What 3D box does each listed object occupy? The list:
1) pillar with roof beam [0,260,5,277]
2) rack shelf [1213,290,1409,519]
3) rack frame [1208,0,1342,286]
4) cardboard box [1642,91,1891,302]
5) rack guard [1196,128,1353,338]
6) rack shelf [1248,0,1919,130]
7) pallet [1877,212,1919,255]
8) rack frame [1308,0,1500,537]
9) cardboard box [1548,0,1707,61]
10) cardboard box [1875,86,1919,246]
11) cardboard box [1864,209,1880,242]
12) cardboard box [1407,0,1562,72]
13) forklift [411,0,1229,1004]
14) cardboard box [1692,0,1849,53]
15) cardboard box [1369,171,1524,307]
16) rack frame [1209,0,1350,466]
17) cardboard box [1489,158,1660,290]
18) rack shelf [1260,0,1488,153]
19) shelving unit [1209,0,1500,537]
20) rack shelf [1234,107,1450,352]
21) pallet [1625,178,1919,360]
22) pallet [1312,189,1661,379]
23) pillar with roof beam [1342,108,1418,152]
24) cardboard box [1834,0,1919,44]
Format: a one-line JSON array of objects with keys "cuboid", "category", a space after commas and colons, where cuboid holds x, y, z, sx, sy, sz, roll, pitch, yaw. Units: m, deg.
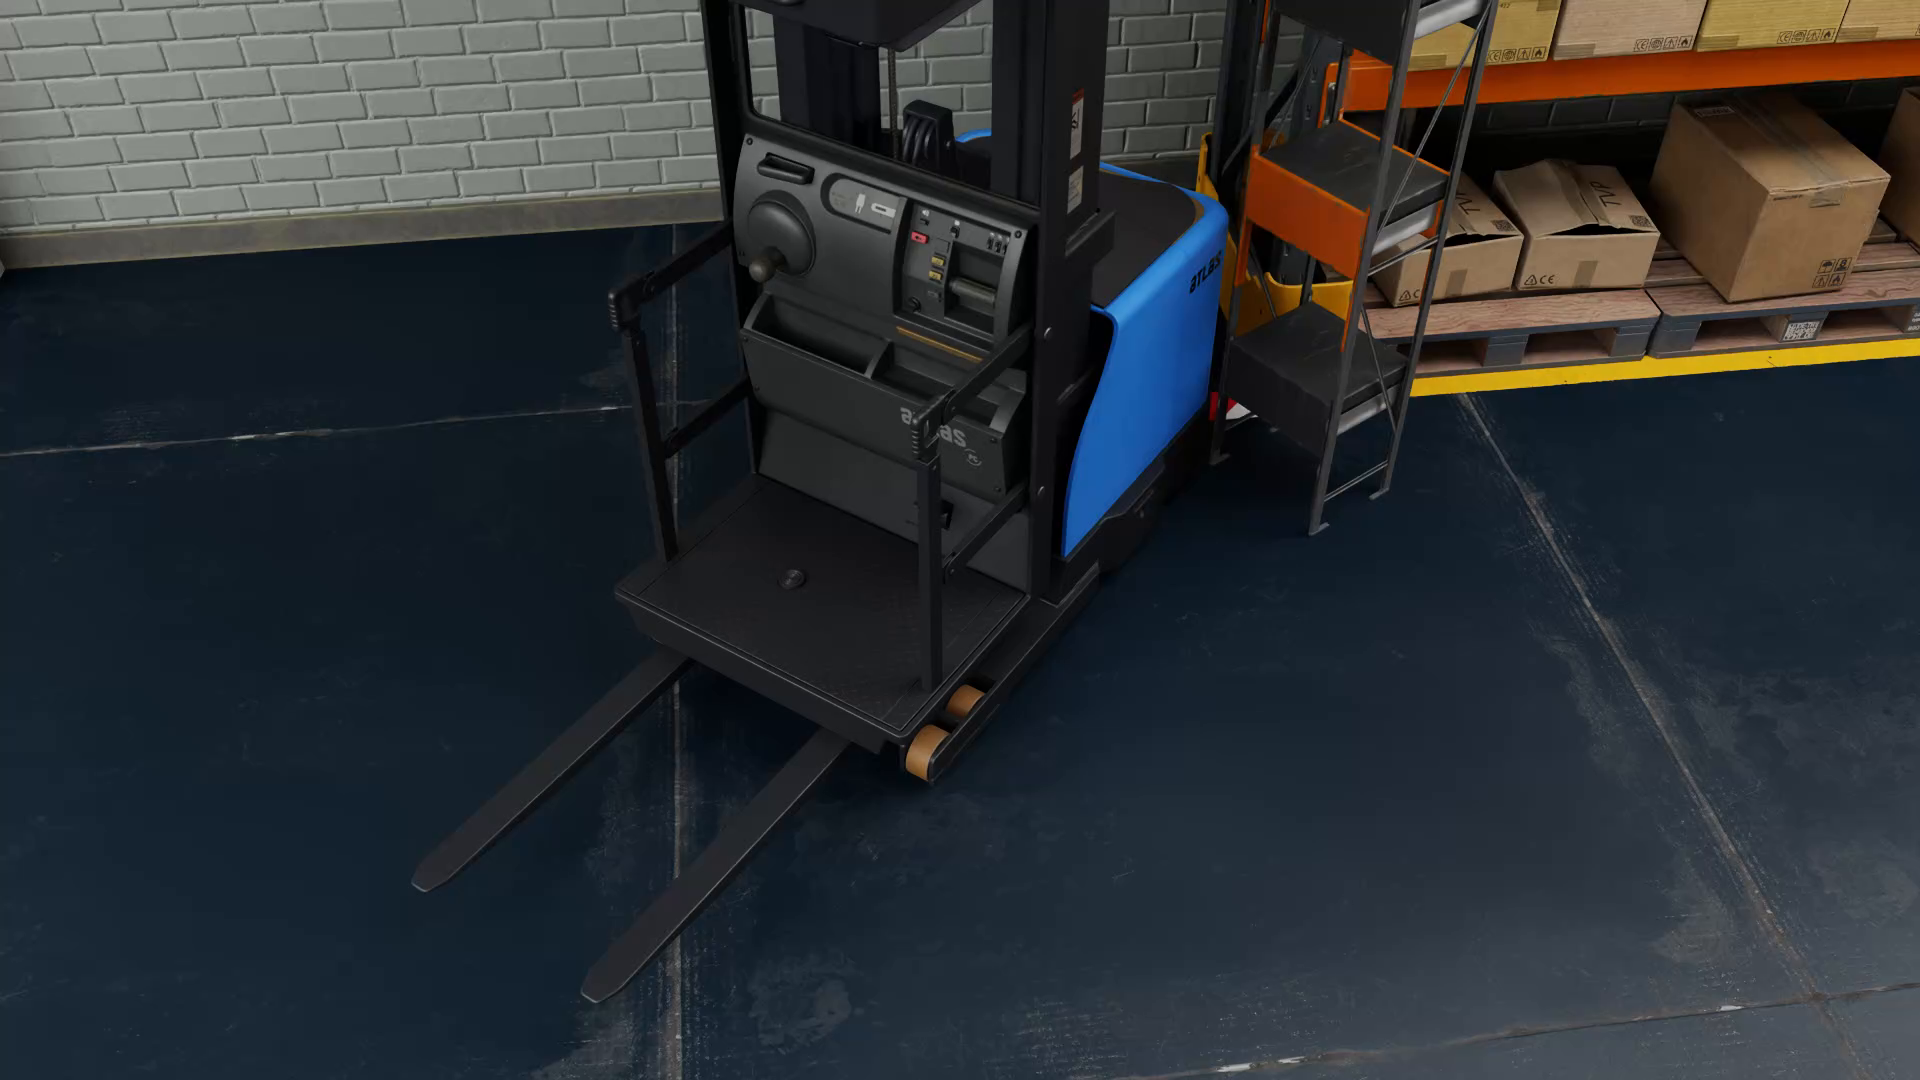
[{"cuboid": [-3.655, -1.530, 0.727, 0.400, 9.000, 9.100, -5, 42, -6], "category": "pillar with roof beam"}, {"cuboid": [1.219, -0.475, 5.774, 0.431, 0.518, 0.480, -28, 49, -27], "category": "rack shelf"}, {"cuboid": [1.154, -2.047, 5.780, 0.127, 3.000, 1.000, -5, 42, -6], "category": "rack frame"}, {"cuboid": [3.151, -1.362, 6.558, 0.500, 0.500, 0.700, -7, 43, -8], "category": "cardboard box"}, {"cuboid": [1.229, -1.125, 6.624, 0.348, 0.500, 1.175, -5, 42, -6], "category": "rack guard"}, {"cuboid": [3.137, -1.953, 6.213, 4.000, 0.370, 1.077, -5, 42, -6], "category": "rack shelf"}, {"cuboid": [4.459, -1.277, 7.008, 1.213, 0.211, 1.003, -5, 42, -6], "category": "pallet"}, {"cuboid": [1.370, -0.876, 5.154, 0.400, 2.100, 0.015, -28, 49, -27], "category": "rack frame"}, {"cuboid": [2.192, -1.885, 5.697, 0.500, 0.250, 0.500, -6, 42, -7], "category": "cardboard box"}, {"cuboid": [4.096, -1.513, 6.725, 0.500, 0.500, 0.500, -8, 43, -9], "category": "cardboard box"}, {"cuboid": [3.532, -1.373, 6.833, 0.250, 0.149, 0.380, -8, 43, -9], "category": "cardboard box"}, {"cuboid": [1.679, -1.830, 5.636, 0.500, 0.250, 0.500, -6, 42, -7], "category": "cardboard box"}, {"cuboid": [-0.347, -0.737, 4.379, 1.130, 2.935, 3.031, 24, 47, 24], "category": "forklift"}, {"cuboid": [2.698, -1.925, 5.741, 0.500, 0.250, 0.500, -6, 42, -6], "category": "cardboard box"}, {"cuboid": [1.852, -1.212, 6.533, 0.500, 0.311, 0.500, -9, 43, -10], "category": "cardboard box"}, {"cuboid": [1.069, -1.134, 5.439, 0.400, 2.100, 0.015, -28, 49, -27], "category": "rack frame"}, {"cuboid": [2.417, -1.261, 6.588, 0.500, 0.311, 0.500, -2, 42, -2], "category": "cardboard box"}, {"cuboid": [1.220, -1.515, 4.837, 0.431, 0.518, 0.480, -28, 49, -27], "category": "rack shelf"}, {"cuboid": [1.220, -1.005, 5.296, 0.431, 2.100, 0.503, -28, 49, -27], "category": "shelving unit"}, {"cuboid": [1.220, -0.995, 5.305, 0.431, 0.518, 0.480, -28, 49, -27], "category": "rack shelf"}, {"cuboid": [3.247, -1.169, 6.888, 1.213, 0.211, 1.003, -5, 42, -6], "category": "pallet"}, {"cuboid": [2.040, -1.065, 6.773, 1.213, 0.211, 1.003, -5, 42, -6], "category": "pallet"}, {"cuboid": [2.294, -2.051, 1.305, 0.400, 9.000, 9.100, -5, 42, -6], "category": "pillar with roof beam"}, {"cuboid": [3.200, -1.967, 5.788, 0.500, 0.250, 0.500, -5, 42, -5], "category": "cardboard box"}]
